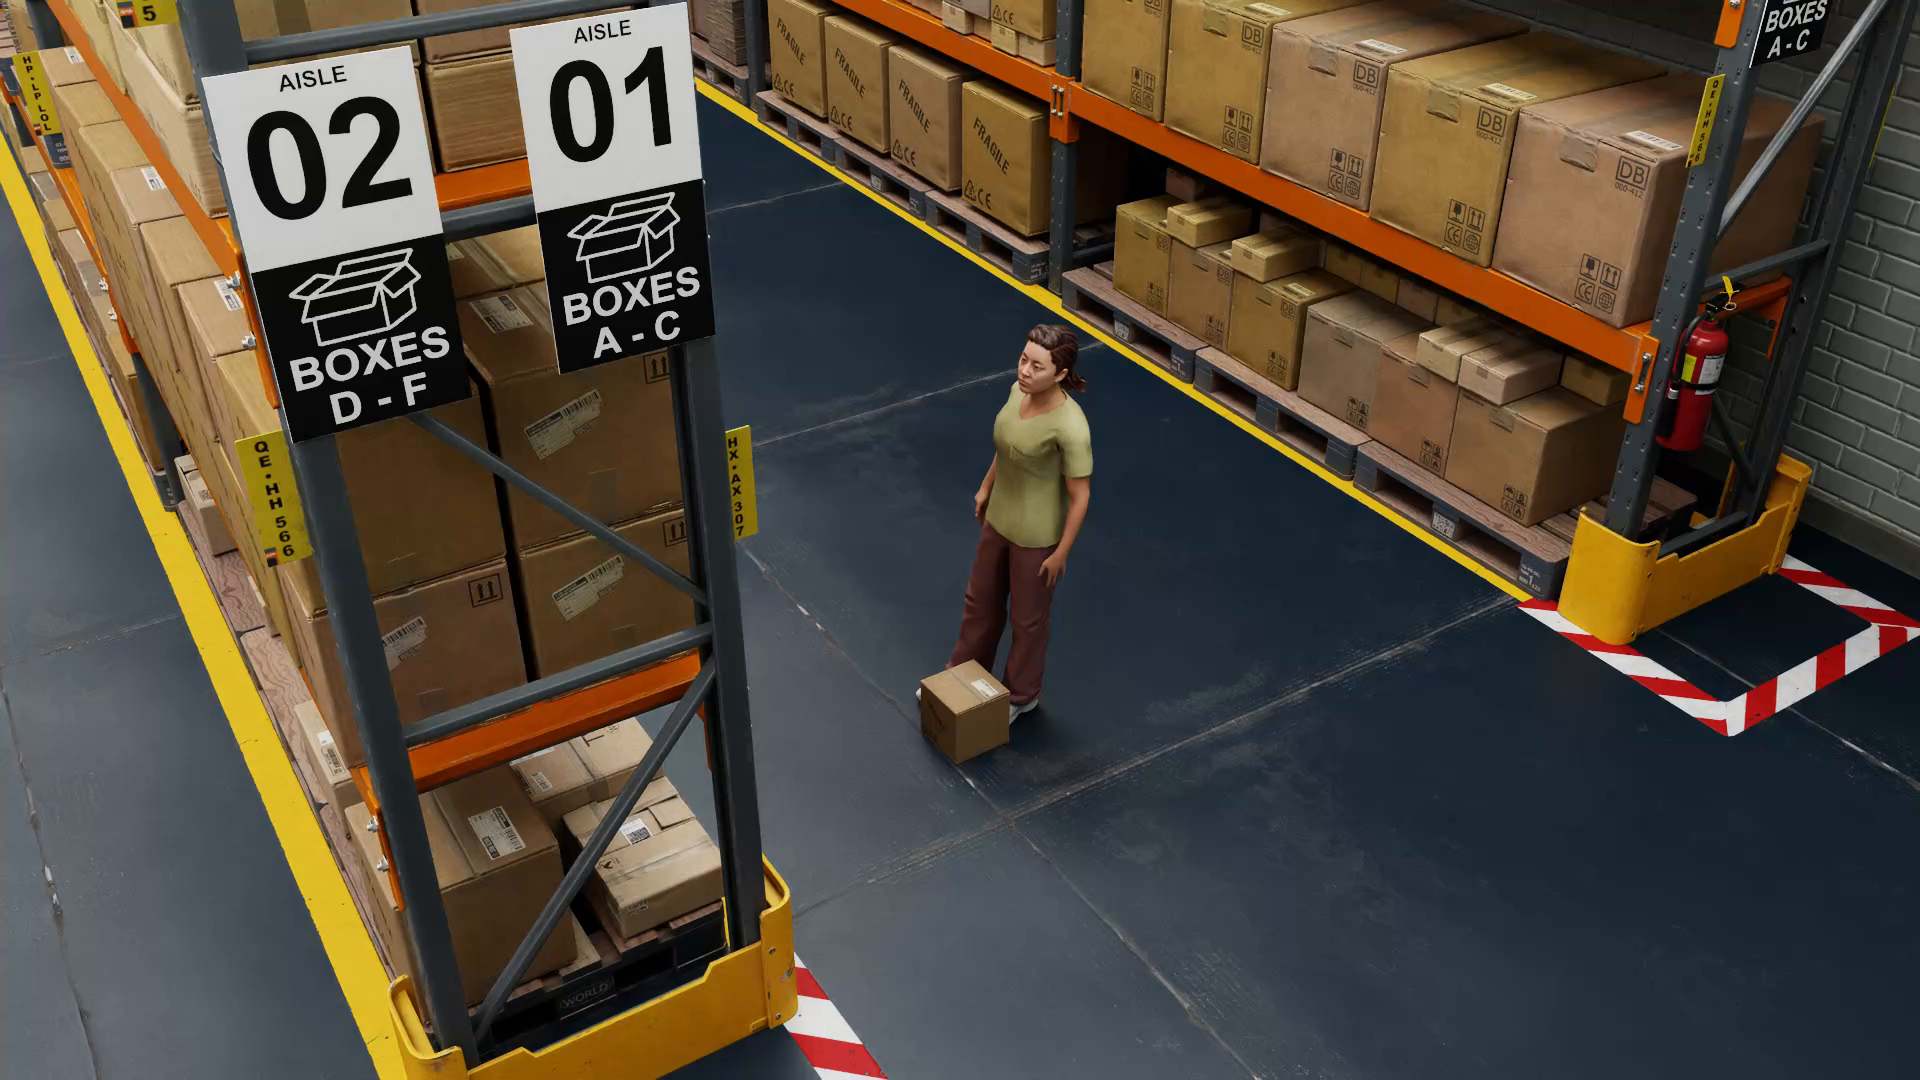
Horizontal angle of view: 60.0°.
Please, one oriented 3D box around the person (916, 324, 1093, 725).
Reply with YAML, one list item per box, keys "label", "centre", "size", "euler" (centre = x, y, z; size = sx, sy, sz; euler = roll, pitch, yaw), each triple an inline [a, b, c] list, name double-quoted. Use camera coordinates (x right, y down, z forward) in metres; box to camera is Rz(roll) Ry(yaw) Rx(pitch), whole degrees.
- label: "person"
  centre: [0.184, -0.022, 6.156]
  size: [0.548, 1.674, 0.552]
  euler: [-19, 37, -27]
